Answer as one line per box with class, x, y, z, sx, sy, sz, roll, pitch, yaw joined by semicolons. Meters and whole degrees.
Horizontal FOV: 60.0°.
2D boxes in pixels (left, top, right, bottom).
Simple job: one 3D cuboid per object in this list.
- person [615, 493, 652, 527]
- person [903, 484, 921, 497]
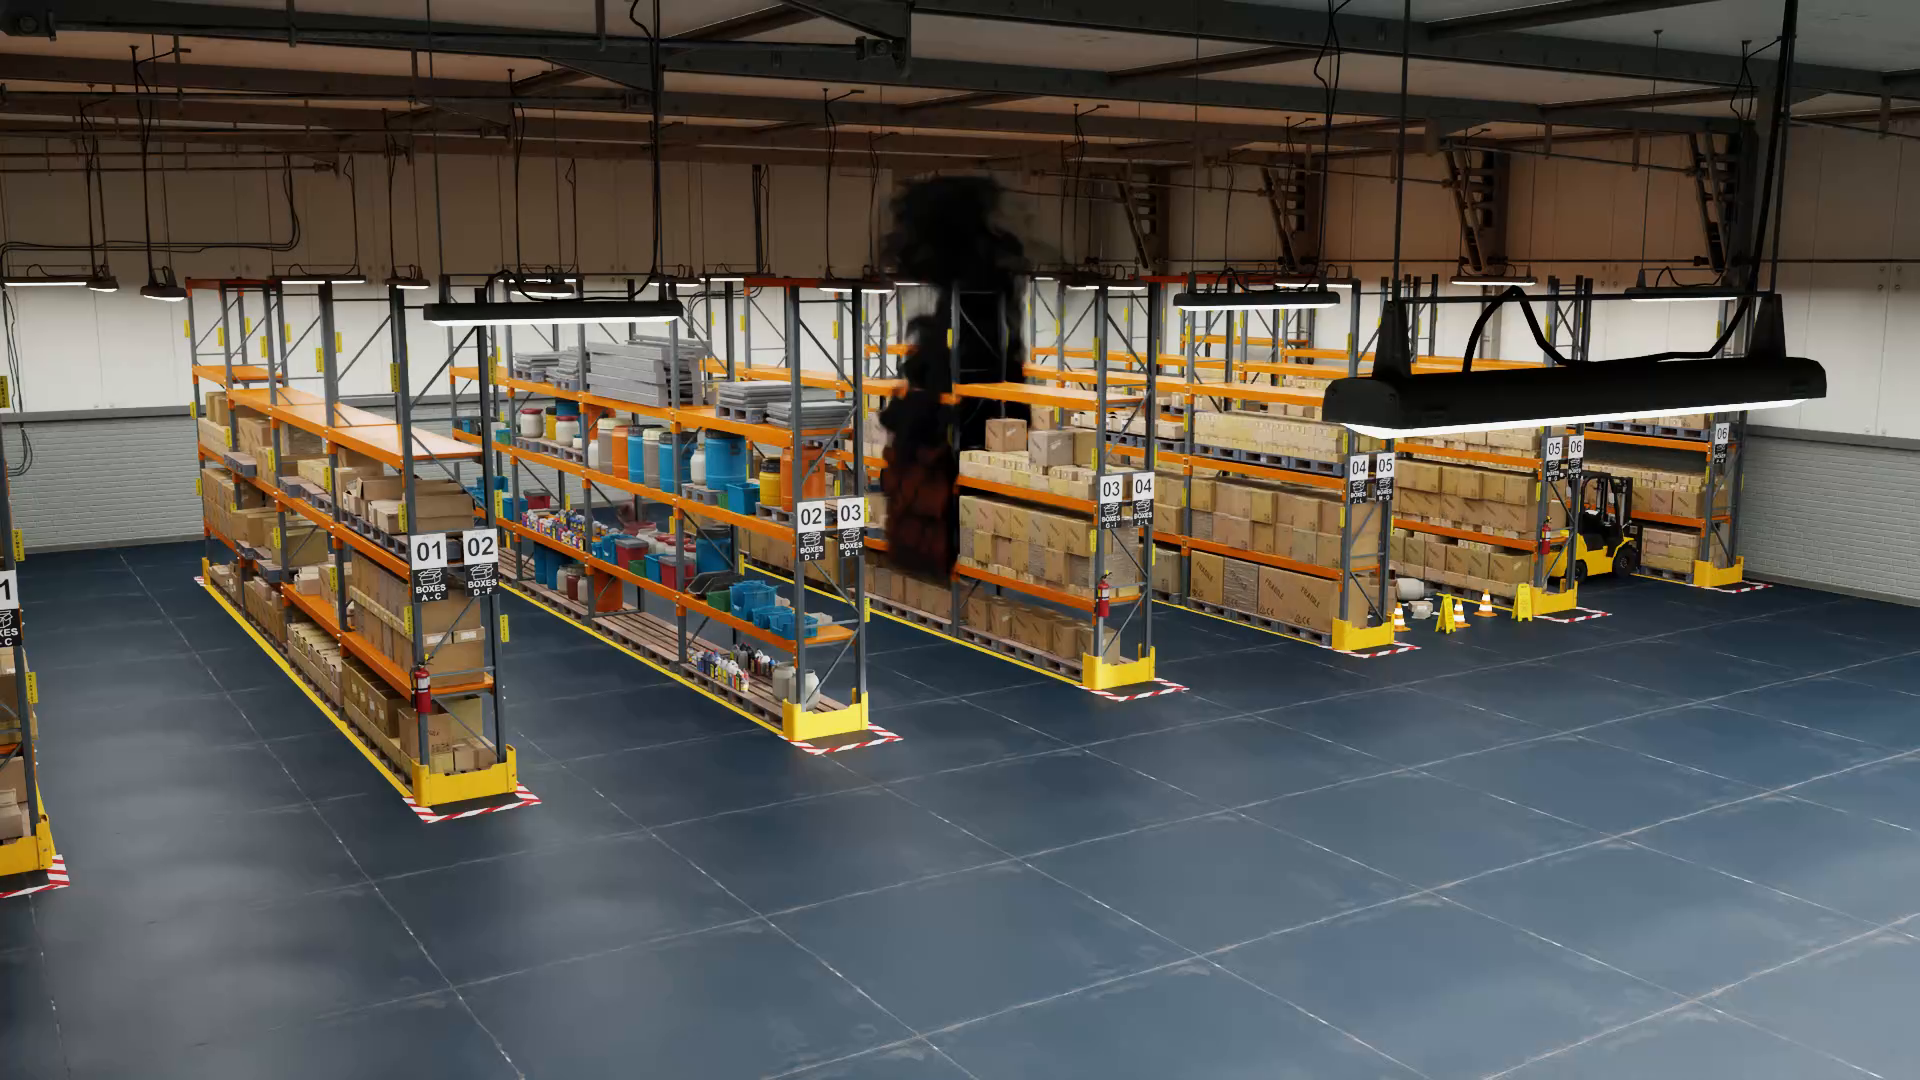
person;-6.549;-0.166;33.712;0.680;1.751;0.695;-9;13;-42
person;-1.228;-1.649;42.805;0.770;1.762;0.550;-5;11;-27
